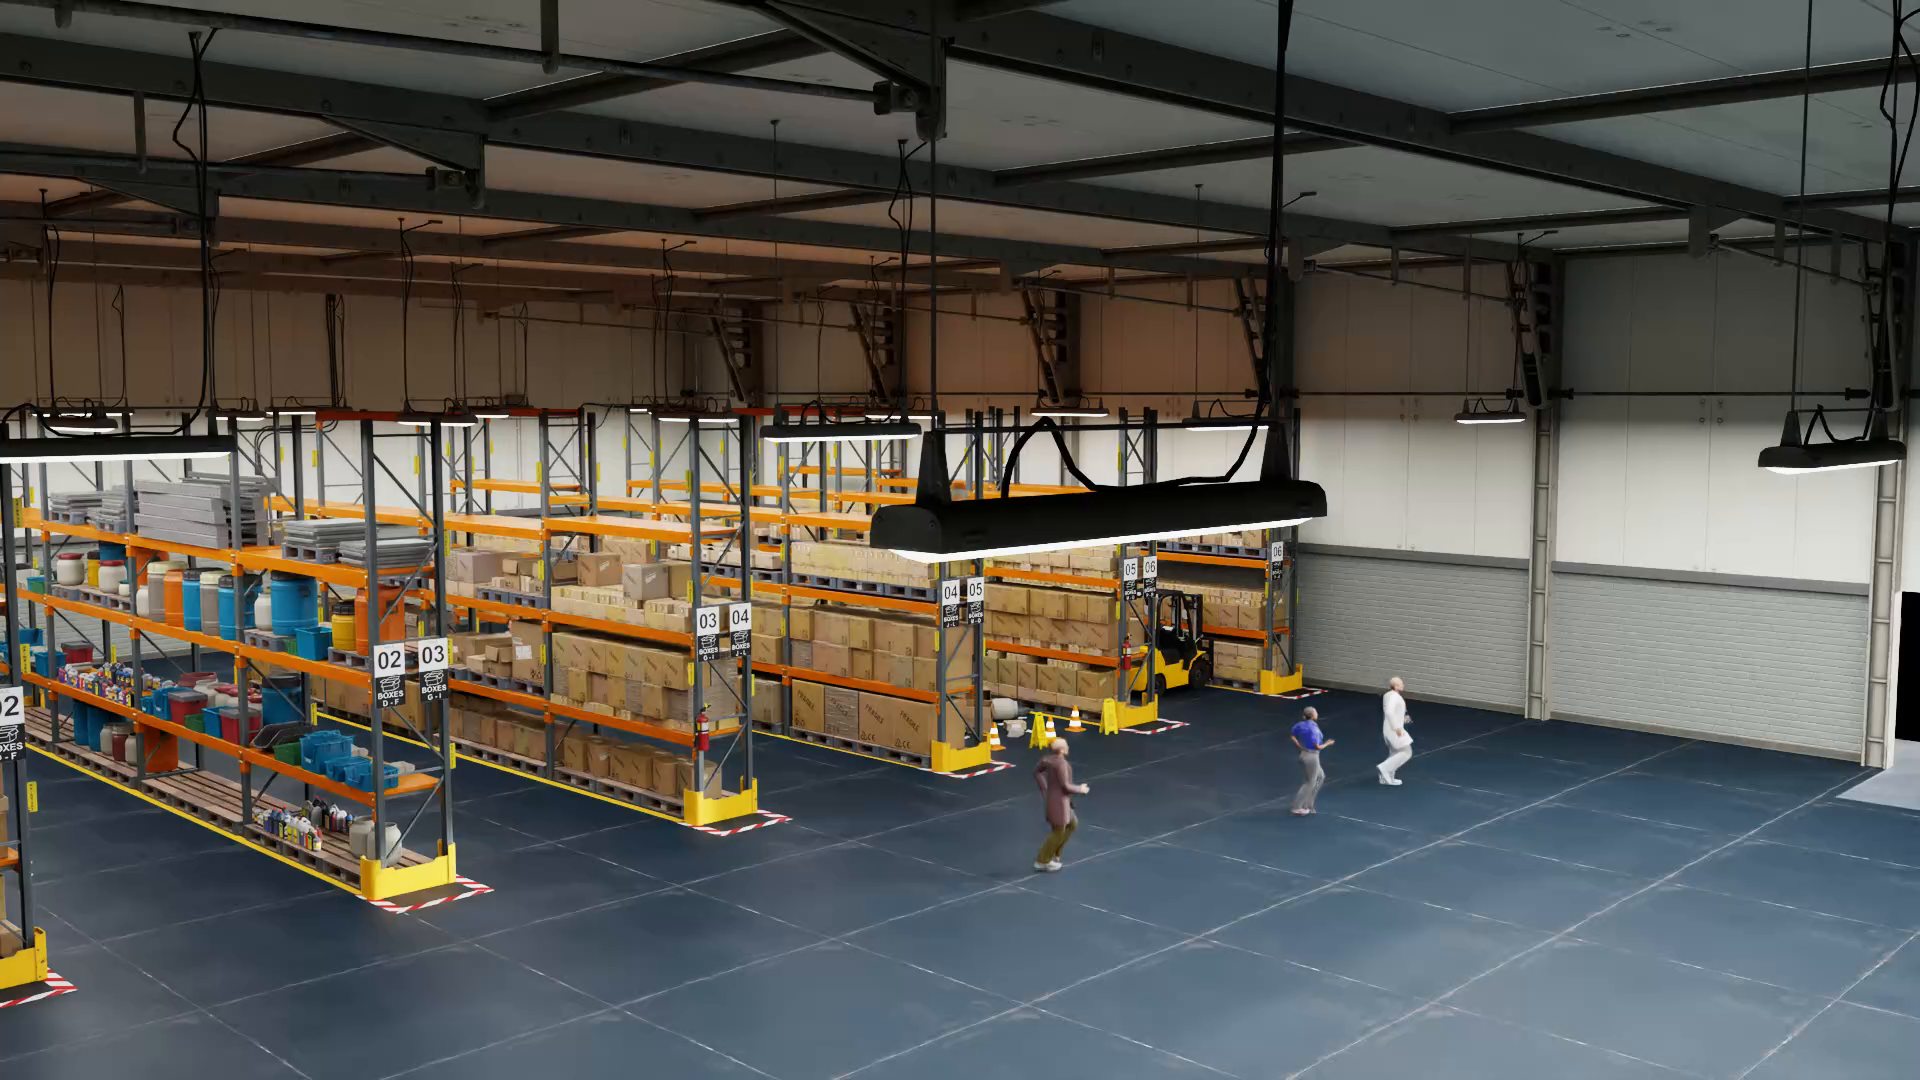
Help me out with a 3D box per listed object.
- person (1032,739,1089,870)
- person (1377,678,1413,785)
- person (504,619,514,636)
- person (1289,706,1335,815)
[{"bbox_3d":[1.335,3.610,22.049,0.732,1.580,0.703,-1,5,-12],"label":"person"},{"bbox_3d":[7.038,3.128,26.855,0.629,1.660,0.719,0,5,-2],"label":"person"},{"bbox_3d":[-9.279,2.444,34.670,0.578,1.625,0.591,-4,6,-39],"label":"person"},{"bbox_3d":[5.263,3.321,24.881,0.667,1.672,0.558,-1,5,-10],"label":"person"}]
